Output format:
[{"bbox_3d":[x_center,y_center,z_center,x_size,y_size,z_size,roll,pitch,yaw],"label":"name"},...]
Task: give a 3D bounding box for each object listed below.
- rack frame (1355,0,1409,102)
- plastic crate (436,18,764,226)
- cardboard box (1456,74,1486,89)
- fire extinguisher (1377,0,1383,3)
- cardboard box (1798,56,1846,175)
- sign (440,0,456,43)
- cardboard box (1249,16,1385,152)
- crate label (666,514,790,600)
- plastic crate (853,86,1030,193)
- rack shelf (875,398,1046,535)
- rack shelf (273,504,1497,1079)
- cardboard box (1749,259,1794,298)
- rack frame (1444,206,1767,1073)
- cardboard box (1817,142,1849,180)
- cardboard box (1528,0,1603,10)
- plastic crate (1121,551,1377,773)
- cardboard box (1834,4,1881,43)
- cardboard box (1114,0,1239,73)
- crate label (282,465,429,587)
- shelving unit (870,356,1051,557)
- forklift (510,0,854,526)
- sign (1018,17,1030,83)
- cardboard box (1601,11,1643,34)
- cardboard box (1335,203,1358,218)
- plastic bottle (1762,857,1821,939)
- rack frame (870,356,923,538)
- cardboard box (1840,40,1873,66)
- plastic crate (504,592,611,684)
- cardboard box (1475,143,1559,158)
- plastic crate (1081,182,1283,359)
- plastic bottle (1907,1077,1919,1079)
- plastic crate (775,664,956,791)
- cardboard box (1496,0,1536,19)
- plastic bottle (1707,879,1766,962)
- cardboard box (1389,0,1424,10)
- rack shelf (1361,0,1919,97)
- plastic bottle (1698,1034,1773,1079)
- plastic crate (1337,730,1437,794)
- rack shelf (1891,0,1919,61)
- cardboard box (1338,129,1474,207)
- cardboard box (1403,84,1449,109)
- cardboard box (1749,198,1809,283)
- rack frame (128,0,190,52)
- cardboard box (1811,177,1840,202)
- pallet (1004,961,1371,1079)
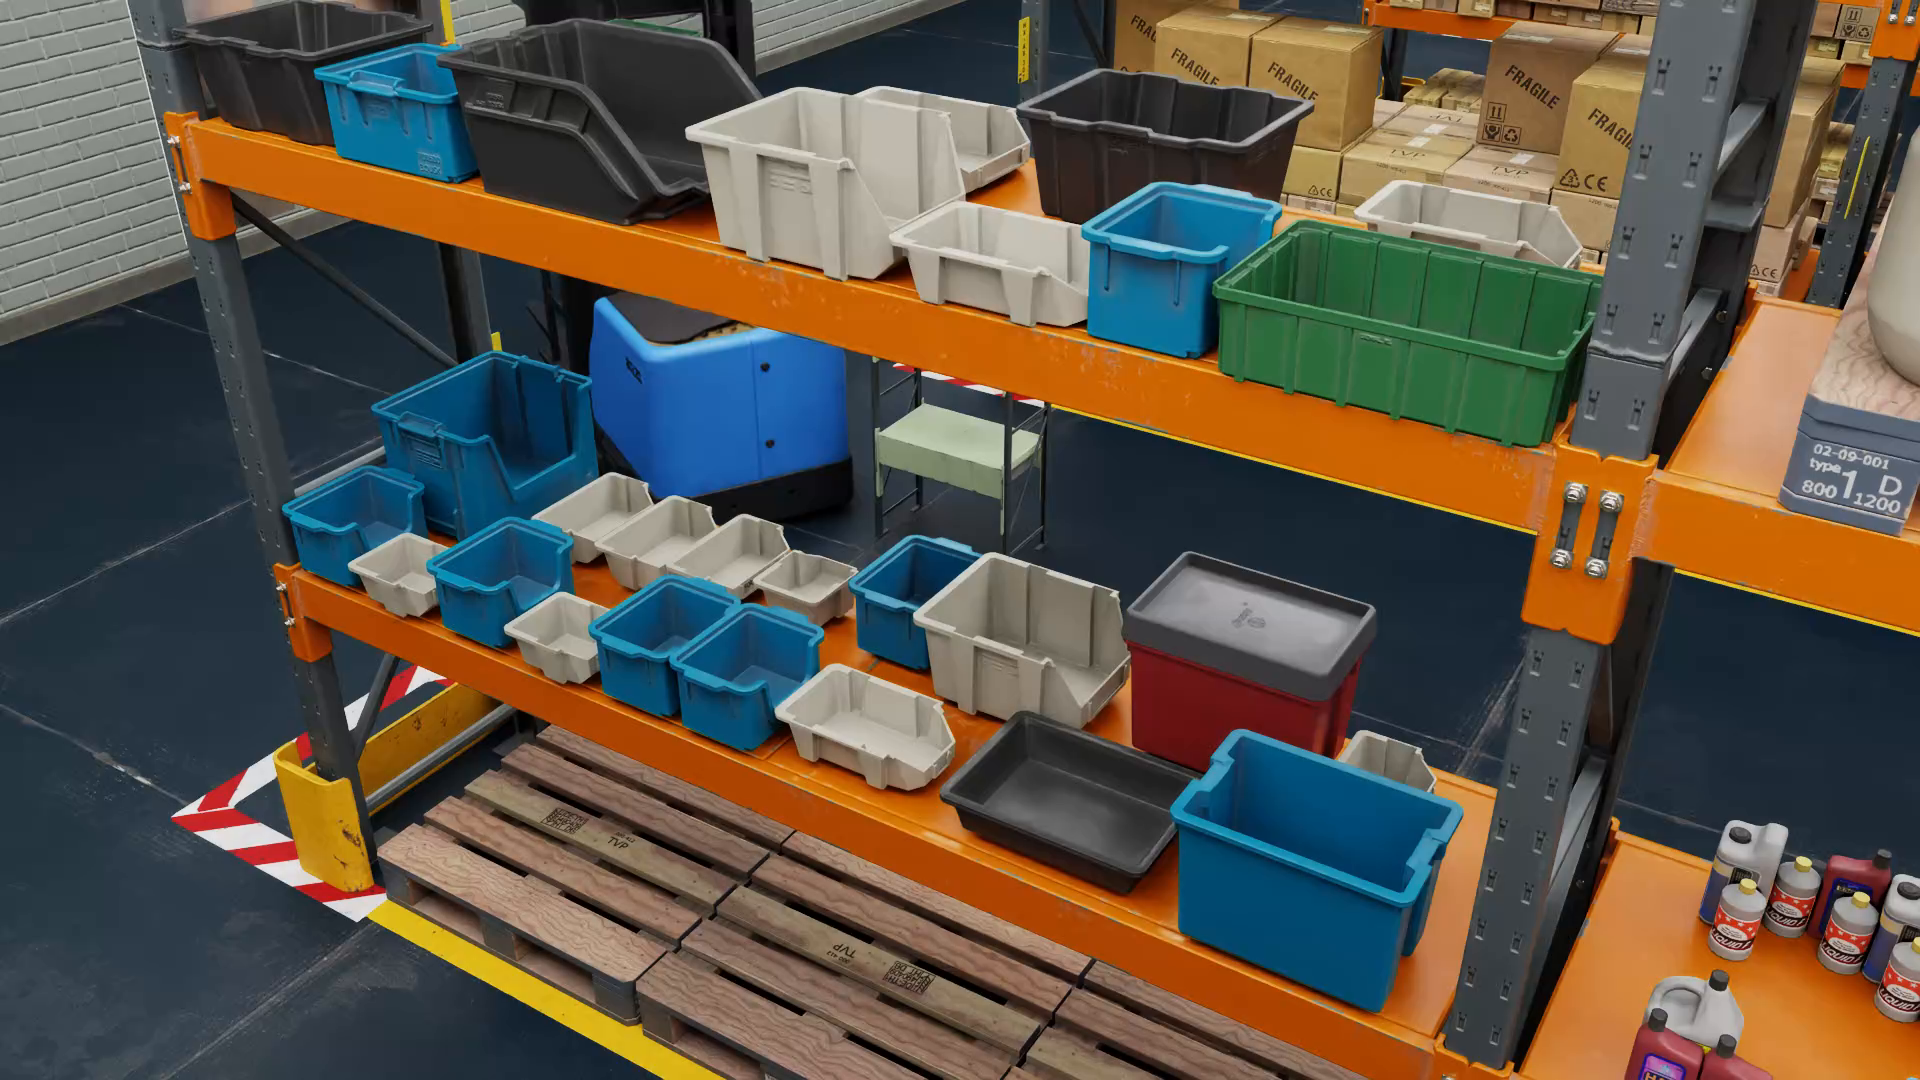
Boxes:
[{"bbox_3d":[3.359,-4.496,12.980,0.127,3.000,1.000,18,35,27],"label":"rack frame"},{"bbox_3d":[-0.849,-1.034,4.131,0.767,0.338,0.504,18,35,27],"label":"plastic crate"},{"bbox_3d":[4.124,-3.577,13.227,0.250,0.149,0.380,18,35,28],"label":"cardboard box"},{"bbox_3d":[3.391,-4.566,13.547,0.183,0.674,0.296,18,35,27],"label":"fire extinguisher"},{"bbox_3d":[3.754,-1.960,7.742,0.500,0.500,0.500,18,35,27],"label":"cardboard box"},{"bbox_3d":[-1.718,-1.782,5.455,0.005,0.325,0.100,18,35,27],"label":"sign"},{"bbox_3d":[1.765,-2.280,8.290,0.500,0.500,0.500,17,34,26],"label":"cardboard box"},{"bbox_3d":[-0.723,0.085,5.330,0.243,0.136,0.396,18,35,27],"label":"crate label"},{"bbox_3d":[-0.115,-1.026,4.317,0.530,0.136,0.437,18,35,27],"label":"plastic crate"},{"bbox_3d":[0.006,-0.364,8.033,0.720,0.370,0.431,18,35,27],"label":"rack shelf"},{"bbox_3d":[-0.303,0.554,5.037,4.000,0.370,1.077,18,35,27],"label":"rack shelf"},{"bbox_3d":[3.592,-1.168,7.525,0.250,0.149,0.380,18,35,28],"label":"cardboard box"},{"bbox_3d":[1.391,0.779,3.937,0.127,3.000,1.000,18,35,27],"label":"rack frame"},{"bbox_3d":[6.069,-2.667,11.667,0.250,0.149,0.380,18,35,28],"label":"cardboard box"},{"bbox_3d":[4.467,-4.160,12.010,0.500,0.500,0.500,18,35,28],"label":"cardboard box"},{"bbox_3d":[0.768,0.380,4.500,0.583,0.464,0.402,18,35,27],"label":"plastic crate"},{"bbox_3d":[6.187,-3.605,11.058,0.500,0.500,0.500,18,35,27],"label":"cardboard box"},{"bbox_3d":[1.189,-2.775,9.140,0.500,0.500,0.500,18,35,28],"label":"cardboard box"},{"bbox_3d":[-1.963,-0.039,5.447,0.303,0.233,0.416,18,35,27],"label":"crate label"},{"bbox_3d":[0.006,-0.646,7.869,0.755,1.500,0.431,18,35,27],"label":"shelving unit"},{"bbox_3d":[-1.683,-1.959,8.699,1.130,2.935,3.031,-15,34,-24],"label":"forklift"},{"bbox_3d":[0.336,-2.579,8.756,0.005,0.325,0.100,18,35,27],"label":"sign"},{"bbox_3d":[4.807,-3.765,11.976,0.250,0.149,0.380,19,35,29],"label":"cardboard box"},{"bbox_3d":[2.065,-1.650,8.351,0.250,0.149,0.380,17,34,26],"label":"cardboard box"},{"bbox_3d":[2.009,0.852,4.010,0.097,0.201,0.097,0,30,0],"label":"plastic bottle"},{"bbox_3d":[-0.304,-0.744,8.037,0.023,1.500,0.400,18,35,27],"label":"rack frame"},{"bbox_3d":[6.104,-3.315,11.205,0.250,0.149,0.380,17,34,26],"label":"cardboard box"},{"bbox_3d":[-1.161,0.305,4.952,0.298,0.136,0.250,18,35,27],"label":"plastic crate"},{"bbox_3d":[2.905,-1.908,8.397,0.500,0.250,0.500,18,35,29],"label":"cardboard box"},{"bbox_3d":[0.450,-0.552,3.408,0.300,0.233,0.416,18,35,27],"label":"plastic crate"},{"bbox_3d":[1.941,1.192,3.428,0.097,0.201,0.097,0,30,0],"label":"plastic bottle"},{"bbox_3d":[-0.244,0.529,4.568,0.466,0.136,0.293,18,35,27],"label":"plastic crate"},{"bbox_3d":[4.188,-4.004,12.386,0.250,0.149,0.380,19,35,30],"label":"cardboard box"},{"bbox_3d":[1.846,0.891,3.943,0.097,0.201,0.097,0,30,0],"label":"plastic bottle"},{"bbox_3d":[3.459,-4.161,12.655,0.250,0.149,0.380,17,34,27],"label":"cardboard box"},{"bbox_3d":[5.053,-3.649,12.243,4.000,0.370,1.077,18,35,27],"label":"rack shelf"},{"bbox_3d":[1.588,1.146,3.425,0.133,0.283,0.061,18,35,27],"label":"plastic bottle"},{"bbox_3d":[1.073,0.682,4.307,0.243,0.136,0.396,18,35,27],"label":"plastic crate"},{"bbox_3d":[5.718,-1.784,6.068,4.000,0.370,1.077,18,35,27],"label":"rack shelf"},{"bbox_3d":[2.211,-1.816,8.240,0.500,0.250,0.500,17,34,26],"label":"cardboard box"},{"bbox_3d":[3.622,-3.418,12.953,0.250,0.149,0.380,16,34,25],"label":"cardboard box"},{"bbox_3d":[3.511,-1.405,7.534,0.500,0.250,0.500,17,34,26],"label":"cardboard box"},{"bbox_3d":[-1.997,-2.883,4.262,0.127,3.000,1.000,18,35,27],"label":"rack frame"},{"bbox_3d":[6.075,-2.519,11.708,0.250,0.149,0.380,16,34,25],"label":"cardboard box"},{"bbox_3d":[0.748,1.803,4.949,1.213,0.211,1.003,18,35,27],"label":"pallet"}]
